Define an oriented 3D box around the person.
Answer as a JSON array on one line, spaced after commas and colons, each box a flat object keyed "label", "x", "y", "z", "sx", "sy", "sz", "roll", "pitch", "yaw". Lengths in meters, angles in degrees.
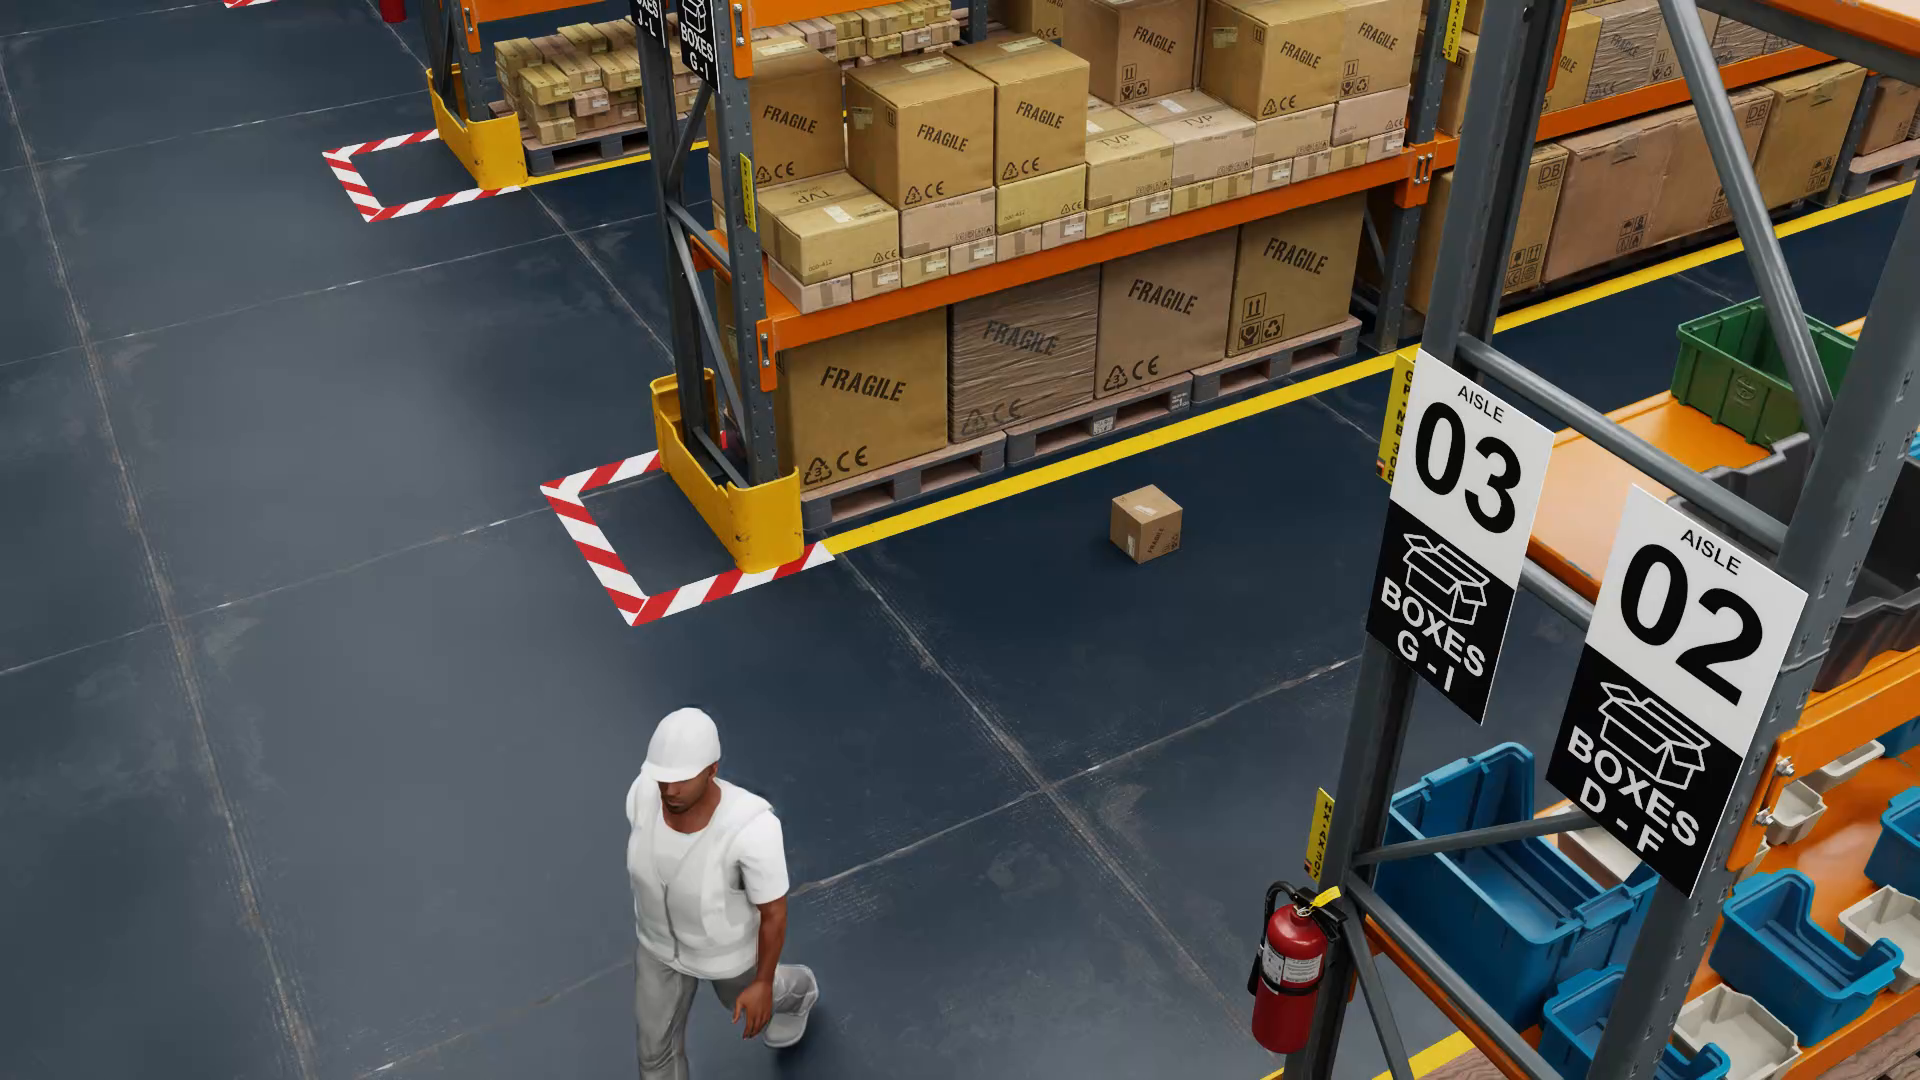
[{"label": "person", "x": -0.811, "y": 1.260, "z": 5.225, "sx": 0.601, "sy": 1.726, "sz": 1.019, "roll": 14, "pitch": 39, "yaw": 18}]
